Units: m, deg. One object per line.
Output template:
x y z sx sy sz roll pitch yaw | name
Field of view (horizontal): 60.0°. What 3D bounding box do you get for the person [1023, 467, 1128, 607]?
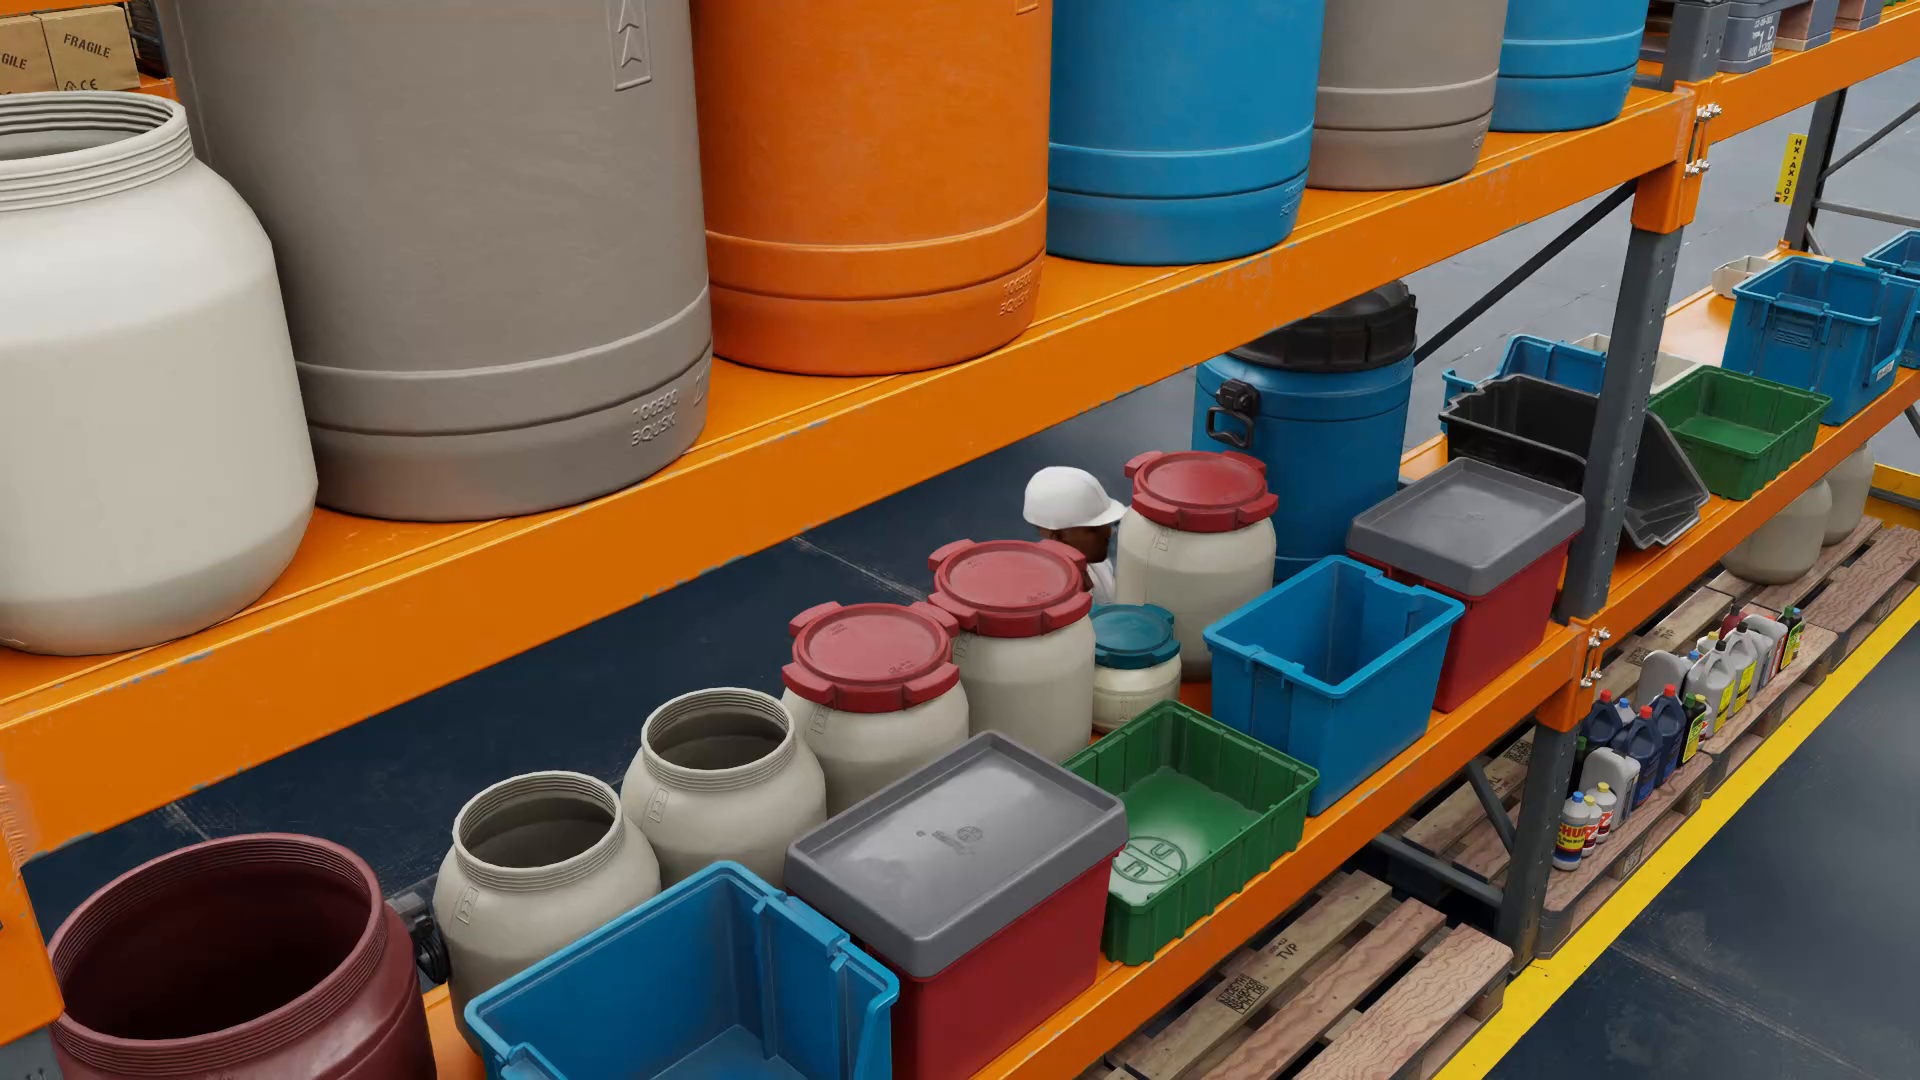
0.381 0.611 4.928 0.572 1.763 0.505 14 31 25 | person
